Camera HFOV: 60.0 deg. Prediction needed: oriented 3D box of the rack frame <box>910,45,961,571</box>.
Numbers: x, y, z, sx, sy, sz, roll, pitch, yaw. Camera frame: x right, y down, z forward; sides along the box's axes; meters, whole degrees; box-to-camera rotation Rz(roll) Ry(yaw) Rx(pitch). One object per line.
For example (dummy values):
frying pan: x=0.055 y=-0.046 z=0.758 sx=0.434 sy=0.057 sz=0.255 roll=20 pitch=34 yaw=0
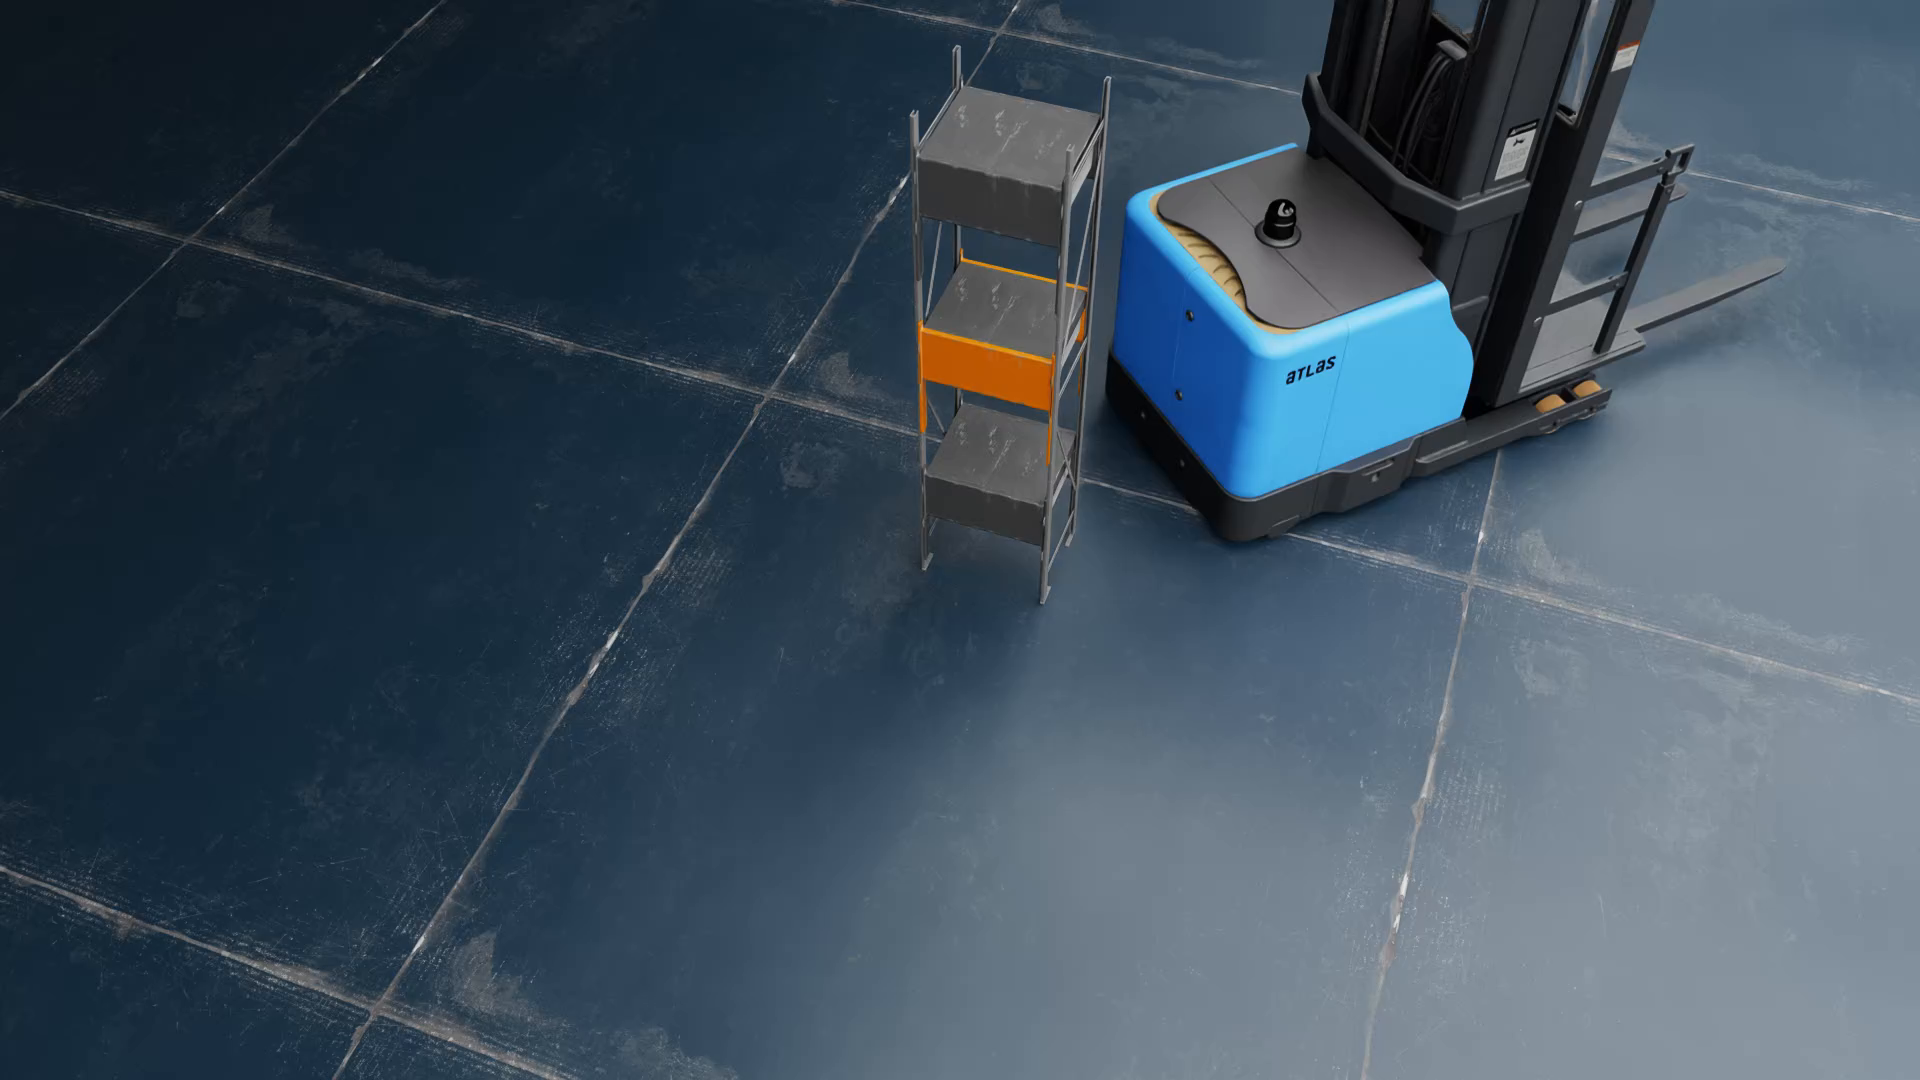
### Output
rack frame: x=-0.074 y=-0.708 z=5.841 sx=0.015 sy=2.100 sz=0.400 roll=16 pitch=51 yaw=13

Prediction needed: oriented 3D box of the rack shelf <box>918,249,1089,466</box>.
rack shelf: x=0.155 y=-0.635 z=5.796 sx=0.480 sy=0.518 sz=0.431 roll=16 pitch=51 yaw=13

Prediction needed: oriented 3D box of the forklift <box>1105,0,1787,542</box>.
forklift: x=2.170 y=-1.745 z=6.189 sx=3.031 sy=2.935 sz=1.130 roll=-21 pitch=52 yaw=-17

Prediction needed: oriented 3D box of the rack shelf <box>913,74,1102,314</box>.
rack shelf: x=0.155 y=-1.094 z=5.267 sx=0.480 sy=0.518 sz=0.431 roll=16 pitch=51 yaw=13

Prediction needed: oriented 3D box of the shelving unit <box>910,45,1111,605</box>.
shelving unit: x=0.155 y=-0.644 z=5.786 sx=0.503 sy=2.100 sz=0.431 roll=16 pitch=51 yaw=13

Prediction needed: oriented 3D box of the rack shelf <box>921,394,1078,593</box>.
rack shelf: x=0.155 y=-0.177 z=6.325 sx=0.480 sy=0.518 sz=0.431 roll=16 pitch=51 yaw=13

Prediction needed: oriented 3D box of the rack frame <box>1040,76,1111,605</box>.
rack frame: x=0.384 y=-0.580 z=5.730 sx=0.015 sy=2.100 sz=0.400 roll=16 pitch=51 yaw=13
